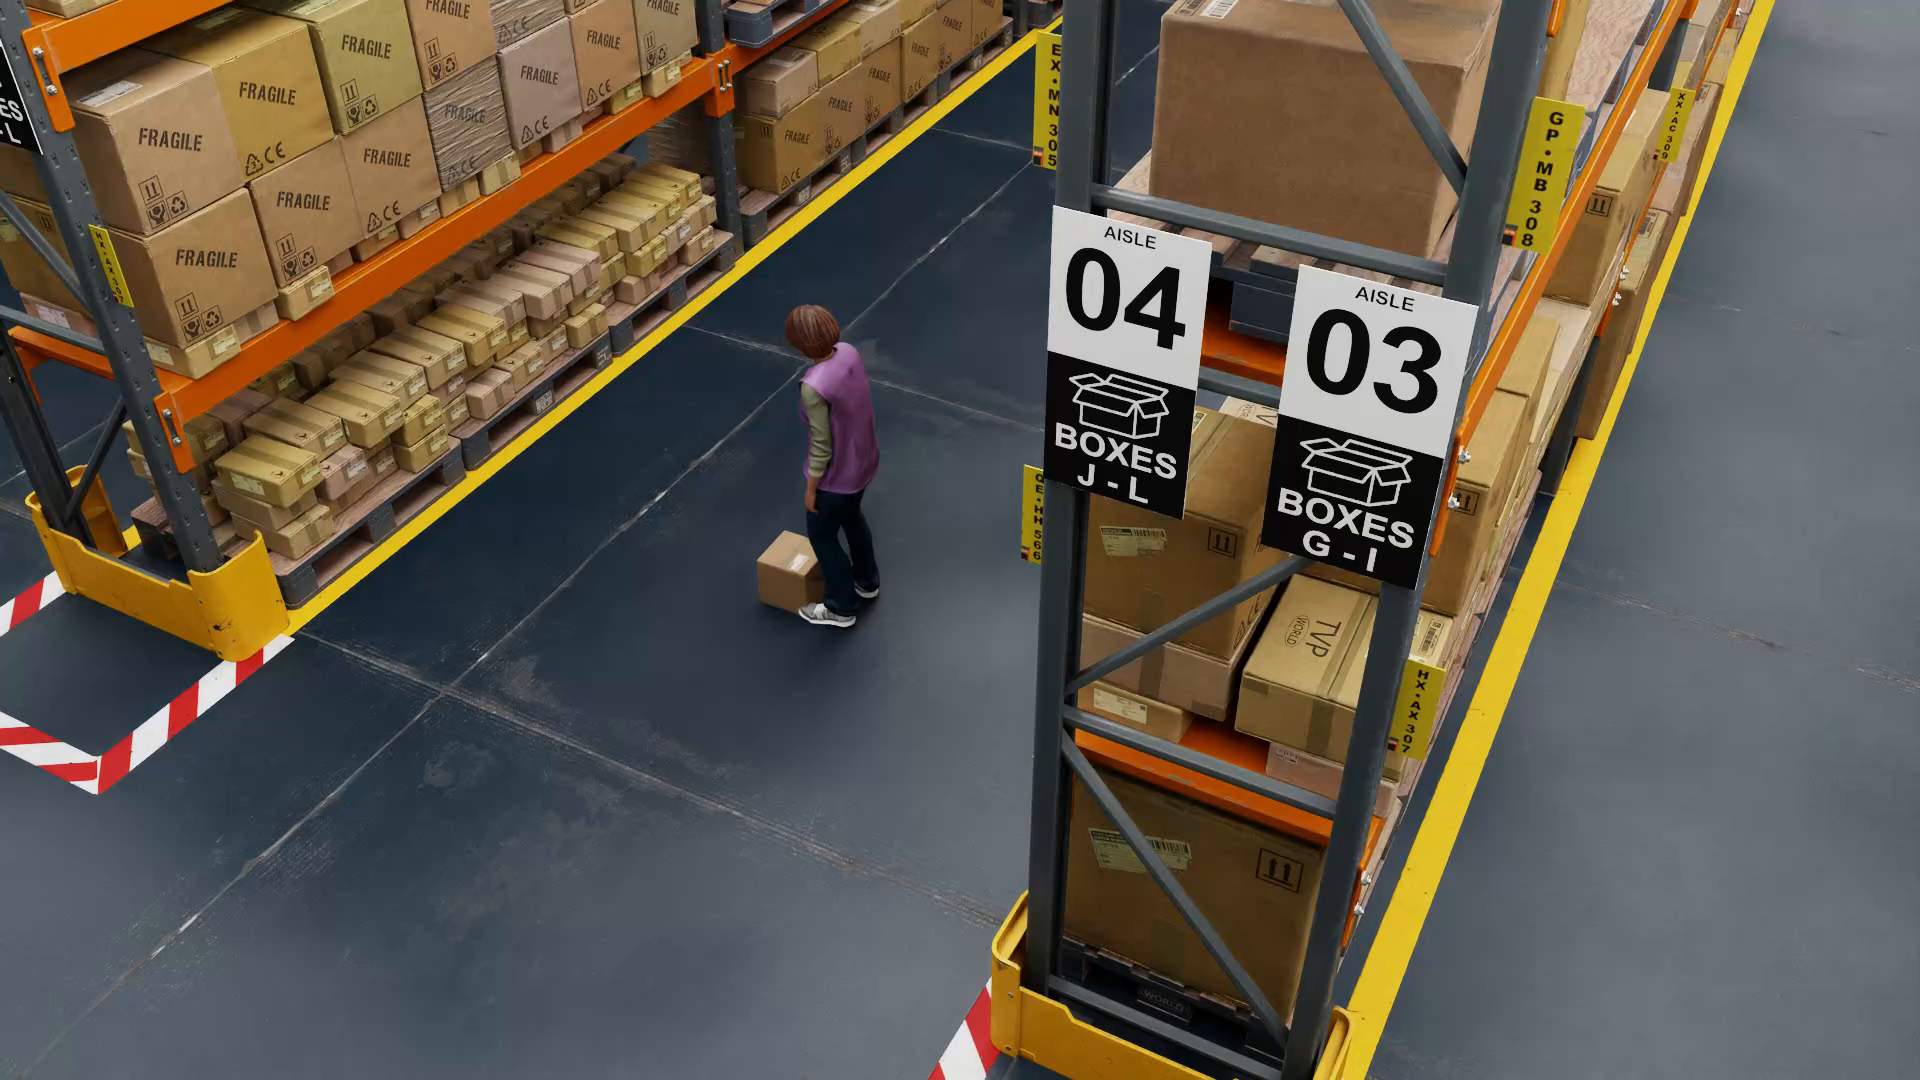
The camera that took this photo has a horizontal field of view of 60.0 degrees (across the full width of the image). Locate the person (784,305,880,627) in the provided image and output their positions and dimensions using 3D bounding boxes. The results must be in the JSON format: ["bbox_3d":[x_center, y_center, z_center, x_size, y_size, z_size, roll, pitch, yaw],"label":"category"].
[{"bbox_3d":[-0.530,-0.301,7.145,0.347,1.580,0.472,16,41,19],"label":"person"}]
